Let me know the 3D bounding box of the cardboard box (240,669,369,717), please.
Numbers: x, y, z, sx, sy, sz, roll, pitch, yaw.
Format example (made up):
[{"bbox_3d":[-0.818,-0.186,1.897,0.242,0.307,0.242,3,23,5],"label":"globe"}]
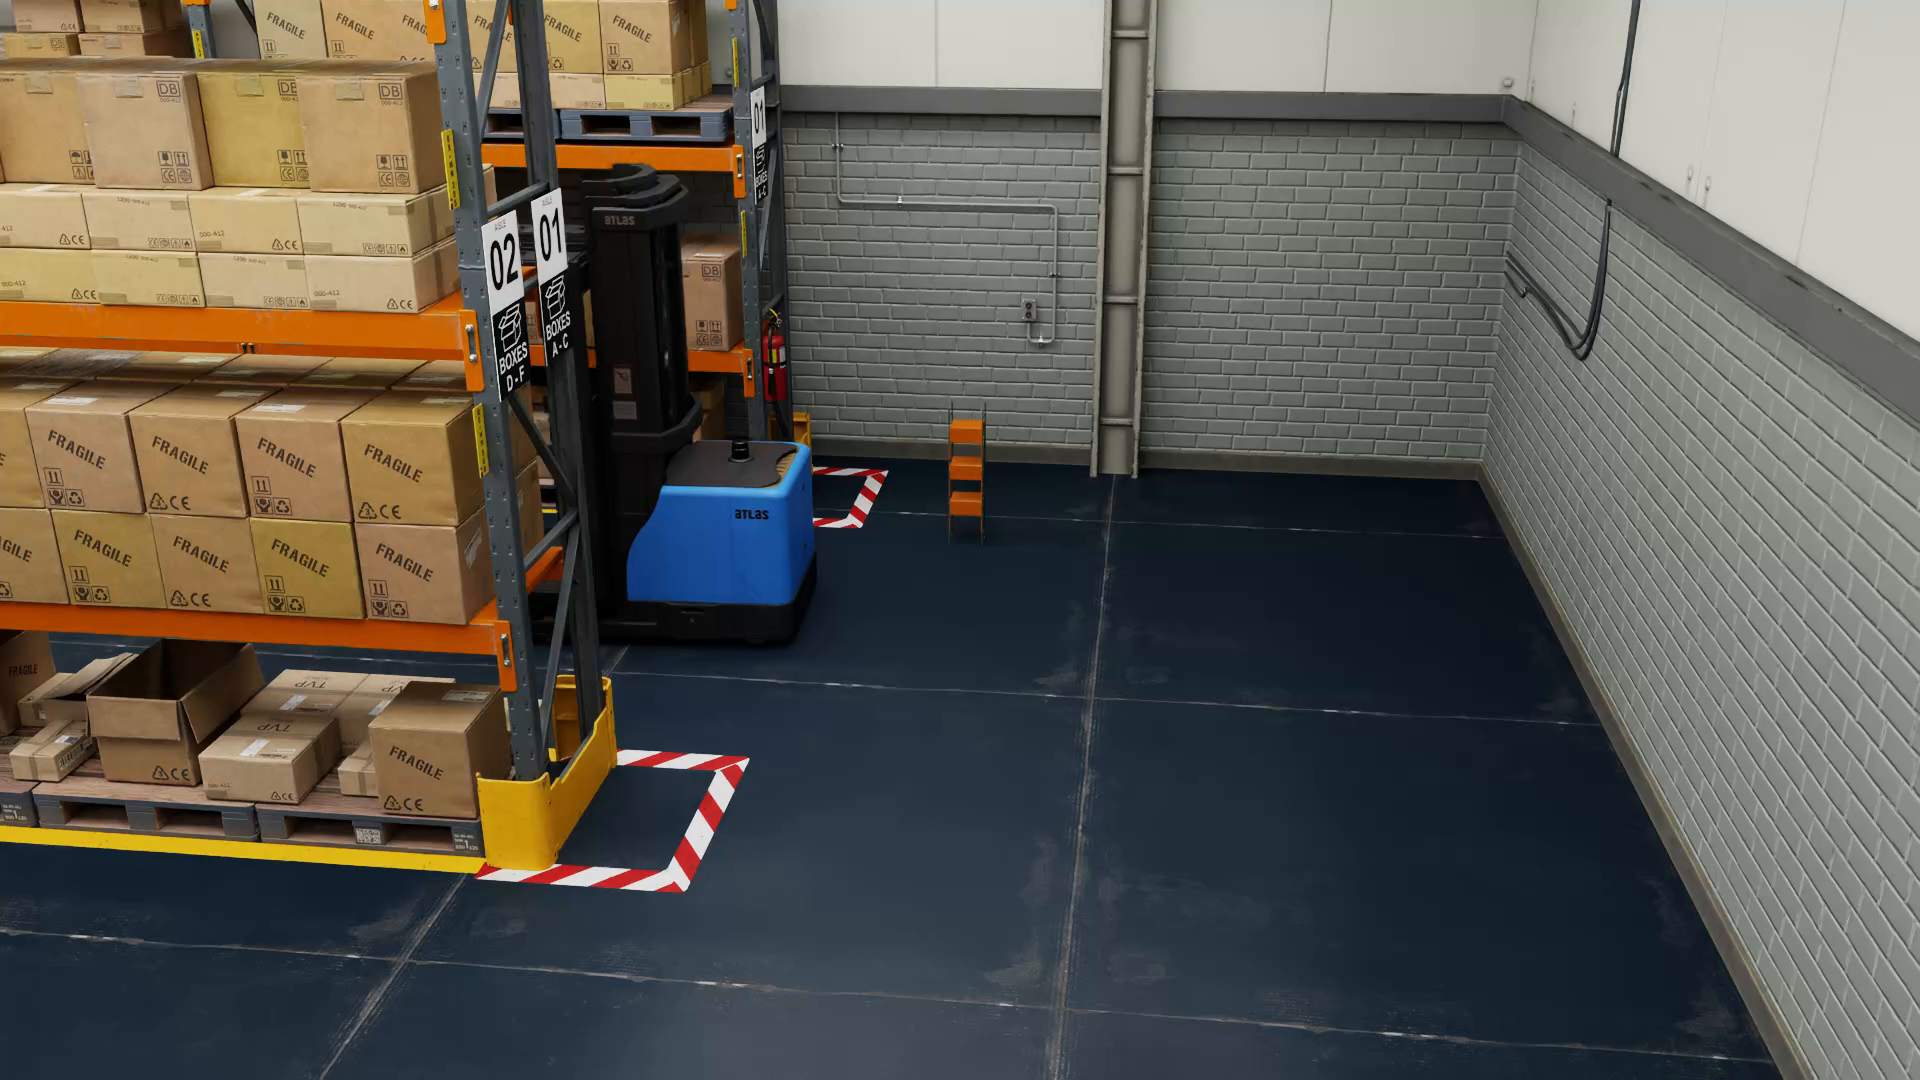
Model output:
[{"bbox_3d":[-3.569,0.941,9.121,0.500,0.250,0.500,2,22,6],"label":"cardboard box"}]

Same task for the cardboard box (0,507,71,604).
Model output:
[{"bbox_3d":[-4.562,-0.017,8.267,0.500,0.500,0.500,2,22,6],"label":"cardboard box"}]

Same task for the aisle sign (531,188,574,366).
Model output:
[{"bbox_3d":[-1.967,-1.276,8.051,0.004,0.787,0.394,2,22,6],"label":"aisle sign"}]

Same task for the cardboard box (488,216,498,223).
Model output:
[{"bbox_3d":[-2.550,-1.403,8.032,0.500,0.250,0.500,2,22,6],"label":"cardboard box"}]

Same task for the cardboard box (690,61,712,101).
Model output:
[{"bbox_3d":[-2.186,-3.459,12.527,0.500,0.250,0.500,4,22,9],"label":"cardboard box"}]

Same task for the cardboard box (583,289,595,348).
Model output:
[{"bbox_3d":[-2.722,-1.957,12.901,0.700,0.700,0.980,2,22,6],"label":"cardboard box"}]

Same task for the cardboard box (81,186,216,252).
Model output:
[{"bbox_3d":[-3.603,-1.494,7.583,0.500,0.250,0.500,2,22,6],"label":"cardboard box"}]

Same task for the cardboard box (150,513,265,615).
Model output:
[{"bbox_3d":[-3.557,0.026,8.158,0.500,0.500,0.500,3,22,7],"label":"cardboard box"}]

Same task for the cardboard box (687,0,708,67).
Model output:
[{"bbox_3d":[-2.187,-3.807,12.386,0.500,0.500,0.500,2,22,4],"label":"cardboard box"}]

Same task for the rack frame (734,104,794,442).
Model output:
[{"bbox_3d":[-1.490,-1.771,12.840,0.127,3.000,1.000,2,22,6],"label":"rack frame"}]

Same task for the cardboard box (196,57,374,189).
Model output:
[{"bbox_3d":[-3.068,-1.938,7.685,0.500,0.500,0.700,2,22,6],"label":"cardboard box"}]

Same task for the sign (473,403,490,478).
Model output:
[{"bbox_3d":[-2.155,-0.446,7.484,0.005,0.325,0.100,2,22,6],"label":"sign"}]

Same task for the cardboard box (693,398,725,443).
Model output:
[{"bbox_3d":[-2.197,-0.798,13.207,0.500,0.500,0.700,2,22,6],"label":"cardboard box"}]

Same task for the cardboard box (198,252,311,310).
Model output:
[{"bbox_3d":[-3.106,-1.239,7.619,0.500,0.250,0.500,2,22,6],"label":"cardboard box"}]

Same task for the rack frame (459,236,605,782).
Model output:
[{"bbox_3d":[-2.070,0.038,8.265,0.127,3.000,1.000,2,22,6],"label":"rack frame"}]

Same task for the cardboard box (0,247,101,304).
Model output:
[{"bbox_3d":[-4.099,-1.284,7.731,0.500,0.250,0.500,2,22,6],"label":"cardboard box"}]

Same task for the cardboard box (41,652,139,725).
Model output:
[{"bbox_3d":[-4.698,0.864,9.234,0.500,0.311,0.500,2,22,6],"label":"cardboard box"}]

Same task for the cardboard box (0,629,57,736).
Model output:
[{"bbox_3d":[-5.443,0.743,9.281,0.500,0.500,0.500,2,22,6],"label":"cardboard box"}]

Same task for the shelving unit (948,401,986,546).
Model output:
[{"bbox_3d":[0.053,-0.486,12.241,0.252,1.050,0.215,2,22,6],"label":"shelving unit"}]

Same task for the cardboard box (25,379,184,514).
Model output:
[{"bbox_3d":[-4.071,-0.457,8.021,0.500,0.500,0.500,3,22,8],"label":"cardboard box"}]

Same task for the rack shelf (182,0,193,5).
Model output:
[{"bbox_3d":[-7.449,-4.300,12.600,4.000,0.370,1.077,2,22,6],"label":"rack shelf"}]

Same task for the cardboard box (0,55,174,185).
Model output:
[{"bbox_3d":[-4.063,-1.976,7.782,0.500,0.500,0.700,2,22,6],"label":"cardboard box"}]

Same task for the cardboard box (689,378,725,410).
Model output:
[{"bbox_3d":[-2.050,-1.167,13.259,0.250,0.149,0.380,3,22,7],"label":"cardboard box"}]

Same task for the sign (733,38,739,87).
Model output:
[{"bbox_3d":[-1.568,-3.344,11.641,0.005,0.325,0.100,2,22,6],"label":"sign"}]

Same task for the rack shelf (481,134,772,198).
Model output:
[{"bbox_3d":[-3.477,-2.918,12.640,4.000,0.370,1.077,2,22,6],"label":"rack shelf"}]

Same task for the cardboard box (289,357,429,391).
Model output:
[{"bbox_3d":[-2.999,-0.609,8.405,0.500,0.500,0.500,3,22,7],"label":"cardboard box"}]

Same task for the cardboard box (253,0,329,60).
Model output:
[{"bbox_3d":[-4.788,-3.727,12.184,0.500,0.500,0.500,2,22,6],"label":"cardboard box"}]

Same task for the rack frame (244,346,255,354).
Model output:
[{"bbox_3d":[-5.463,-1.944,13.278,0.127,3.000,1.000,2,22,6],"label":"rack frame"}]

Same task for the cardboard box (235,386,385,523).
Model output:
[{"bbox_3d":[-3.046,-0.414,7.912,0.500,0.500,0.500,3,22,8],"label":"cardboard box"}]

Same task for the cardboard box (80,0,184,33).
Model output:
[{"bbox_3d":[-6.321,-4.025,12.707,0.500,0.250,0.500,4,22,10],"label":"cardboard box"}]

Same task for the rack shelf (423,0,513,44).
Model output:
[{"bbox_3d":[-4.056,-2.503,7.514,4.000,0.370,1.077,2,22,6],"label":"rack shelf"}]

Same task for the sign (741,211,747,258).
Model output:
[{"bbox_3d":[-1.568,-2.222,12.084,0.005,0.325,0.100,2,22,6],"label":"sign"}]

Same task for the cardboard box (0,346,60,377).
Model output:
[{"bbox_3d":[-5.000,-0.699,8.631,0.500,0.500,0.500,2,22,5],"label":"cardboard box"}]

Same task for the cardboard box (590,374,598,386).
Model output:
[{"bbox_3d":[-3.054,-1.210,13.368,0.250,0.149,0.380,3,22,7],"label":"cardboard box"}]

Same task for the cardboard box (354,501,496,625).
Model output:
[{"bbox_3d":[-2.546,0.071,8.044,0.500,0.500,0.500,3,22,8],"label":"cardboard box"}]

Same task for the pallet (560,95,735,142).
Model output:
[{"bbox_3d":[-2.228,-3.153,12.377,1.213,0.211,1.003,2,22,6],"label":"pallet"}]

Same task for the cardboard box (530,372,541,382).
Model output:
[{"bbox_3d":[-3.560,-1.232,13.424,0.250,0.149,0.380,2,22,5],"label":"cardboard box"}]

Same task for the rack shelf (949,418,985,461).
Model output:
[{"bbox_3d":[0.053,-0.740,12.141,0.240,0.259,0.215,2,22,6],"label":"rack shelf"}]

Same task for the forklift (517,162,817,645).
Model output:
[{"bbox_3d":[-2.531,-0.892,10.710,3.031,2.935,1.130,2,22,4],"label":"forklift"}]

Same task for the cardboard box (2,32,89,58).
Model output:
[{"bbox_3d":[-6.884,-3.669,12.826,0.500,0.500,0.700,2,22,5],"label":"cardboard box"}]

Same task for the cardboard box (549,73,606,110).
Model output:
[{"bbox_3d":[-2.766,-3.295,12.112,0.500,0.250,0.500,2,22,4],"label":"cardboard box"}]

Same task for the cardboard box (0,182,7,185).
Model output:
[{"bbox_3d":[-4.596,-1.535,7.686,0.500,0.250,0.500,2,22,6],"label":"cardboard box"}]

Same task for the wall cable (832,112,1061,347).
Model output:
[{"bbox_3d":[-0.108,-2.534,13.387,1.851,1.984,0.084,2,22,6],"label":"wall cable"}]

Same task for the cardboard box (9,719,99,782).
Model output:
[{"bbox_3d":[-4.790,1.108,8.812,0.250,0.166,0.380,2,22,6],"label":"cardboard box"}]

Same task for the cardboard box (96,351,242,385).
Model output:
[{"bbox_3d":[-4.000,-0.654,8.519,0.500,0.500,0.500,2,22,6],"label":"cardboard box"}]

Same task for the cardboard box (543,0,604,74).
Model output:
[{"bbox_3d":[-2.745,-3.645,11.976,0.500,0.500,0.500,3,22,8],"label":"cardboard box"}]

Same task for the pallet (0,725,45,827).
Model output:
[{"bbox_3d":[-5.360,1.191,9.140,1.213,0.211,1.003,2,22,6],"label":"pallet"}]

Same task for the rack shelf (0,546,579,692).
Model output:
[{"bbox_3d":[-4.056,0.286,8.616,4.000,0.370,1.077,2,22,6],"label":"rack shelf"}]

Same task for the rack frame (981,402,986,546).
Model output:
[{"bbox_3d":[0.174,-0.481,12.228,0.008,1.050,0.200,2,22,6],"label":"rack frame"}]

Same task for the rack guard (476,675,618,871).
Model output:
[{"bbox_3d":[-2.145,1.197,8.733,0.348,0.500,1.175,2,22,6],"label":"rack guard"}]

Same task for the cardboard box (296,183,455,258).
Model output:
[{"bbox_3d":[-2.610,-1.449,7.470,0.500,0.250,0.500,2,22,6],"label":"cardboard box"}]

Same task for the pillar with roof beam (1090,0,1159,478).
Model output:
[{"bbox_3d":[0.786,-3.188,8.265,0.400,9.000,9.100,2,22,6],"label":"pillar with roof beam"}]

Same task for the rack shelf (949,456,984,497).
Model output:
[{"bbox_3d":[0.053,-0.476,12.245,0.240,0.259,0.215,2,22,6],"label":"rack shelf"}]

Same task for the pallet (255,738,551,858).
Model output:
[{"bbox_3d":[-2.937,1.297,8.873,1.213,0.211,1.003,2,22,6],"label":"pallet"}]

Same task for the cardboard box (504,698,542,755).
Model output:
[{"bbox_3d":[-2.445,1.015,9.072,0.250,0.149,0.380,2,22,6],"label":"cardboard box"}]

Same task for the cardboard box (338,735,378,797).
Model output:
[{"bbox_3d":[-3.030,1.167,8.665,0.250,0.166,0.380,2,22,6],"label":"cardboard box"}]

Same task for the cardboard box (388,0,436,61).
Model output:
[{"bbox_3d":[-3.785,-3.687,12.084,0.500,0.500,0.500,3,22,7],"label":"cardboard box"}]
